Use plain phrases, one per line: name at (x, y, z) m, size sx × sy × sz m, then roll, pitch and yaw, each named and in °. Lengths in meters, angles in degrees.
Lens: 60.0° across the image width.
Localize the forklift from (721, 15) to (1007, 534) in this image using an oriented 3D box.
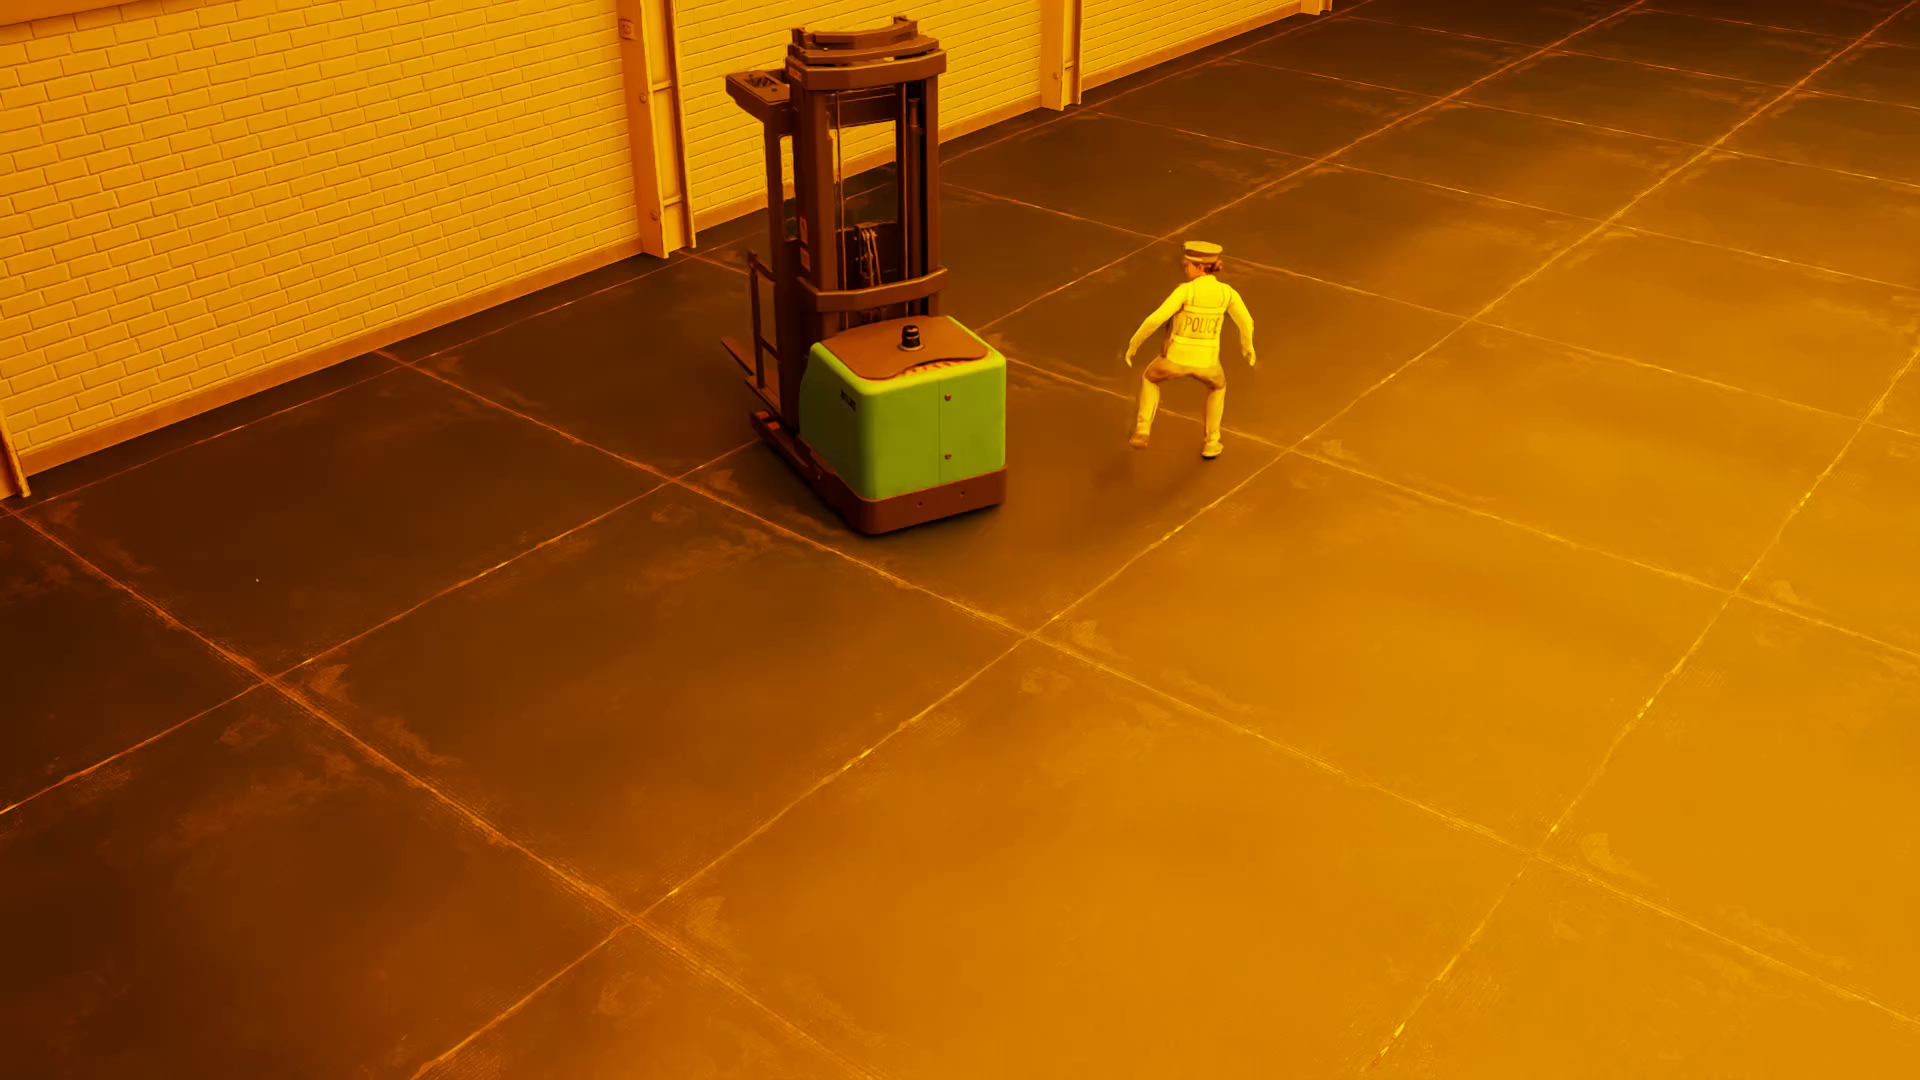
forklift at (-0.826, -2.018, 11.049) m, size 1.130 × 2.935 × 3.031 m, roll -15°, pitch 33°, yaw -24°

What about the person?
person at (1.554, -1.250, 11.153) m, size 0.908 × 1.555 × 0.483 m, roll 0°, pitch 30°, yaw 0°
